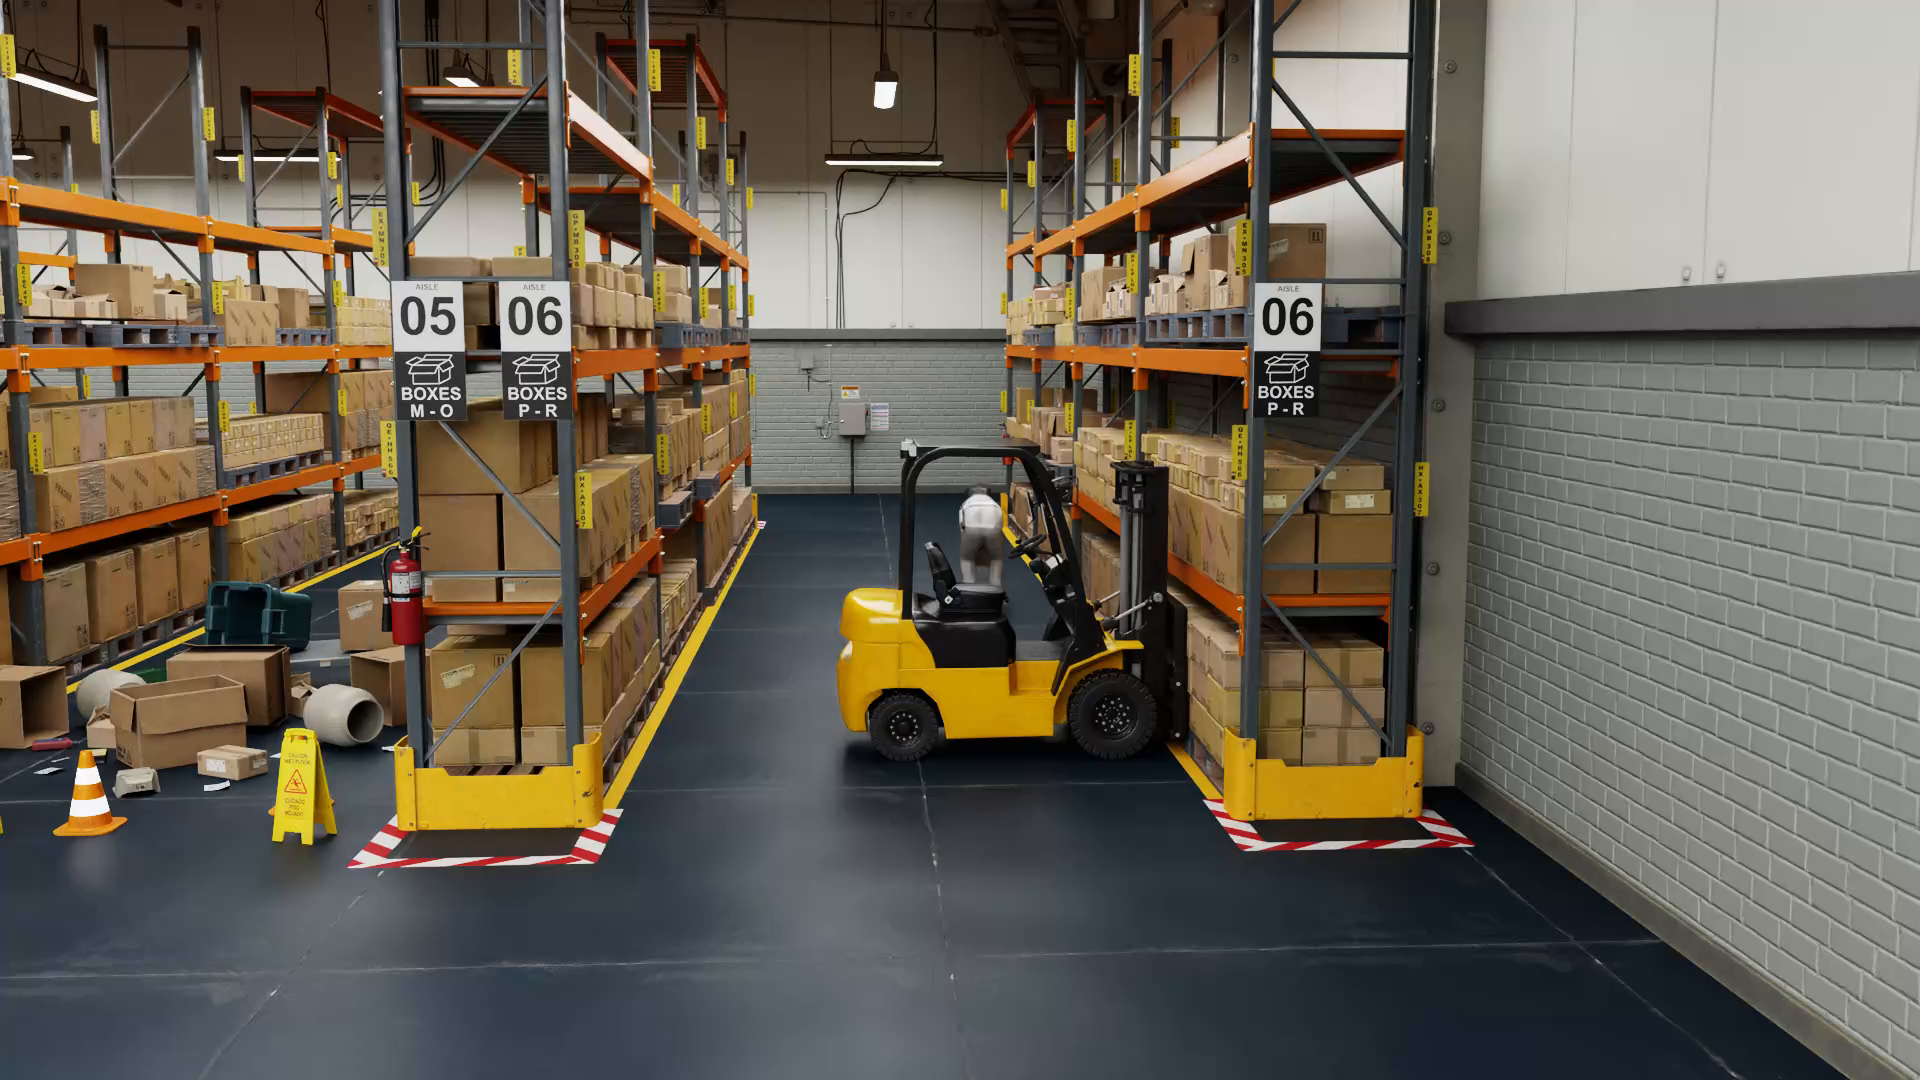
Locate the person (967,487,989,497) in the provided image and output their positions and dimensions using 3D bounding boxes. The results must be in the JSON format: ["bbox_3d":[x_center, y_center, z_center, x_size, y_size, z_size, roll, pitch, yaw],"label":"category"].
[{"bbox_3d":[0.236,0.057,18.411,0.425,1.242,0.914,0,7,-1],"label":"person"}]
